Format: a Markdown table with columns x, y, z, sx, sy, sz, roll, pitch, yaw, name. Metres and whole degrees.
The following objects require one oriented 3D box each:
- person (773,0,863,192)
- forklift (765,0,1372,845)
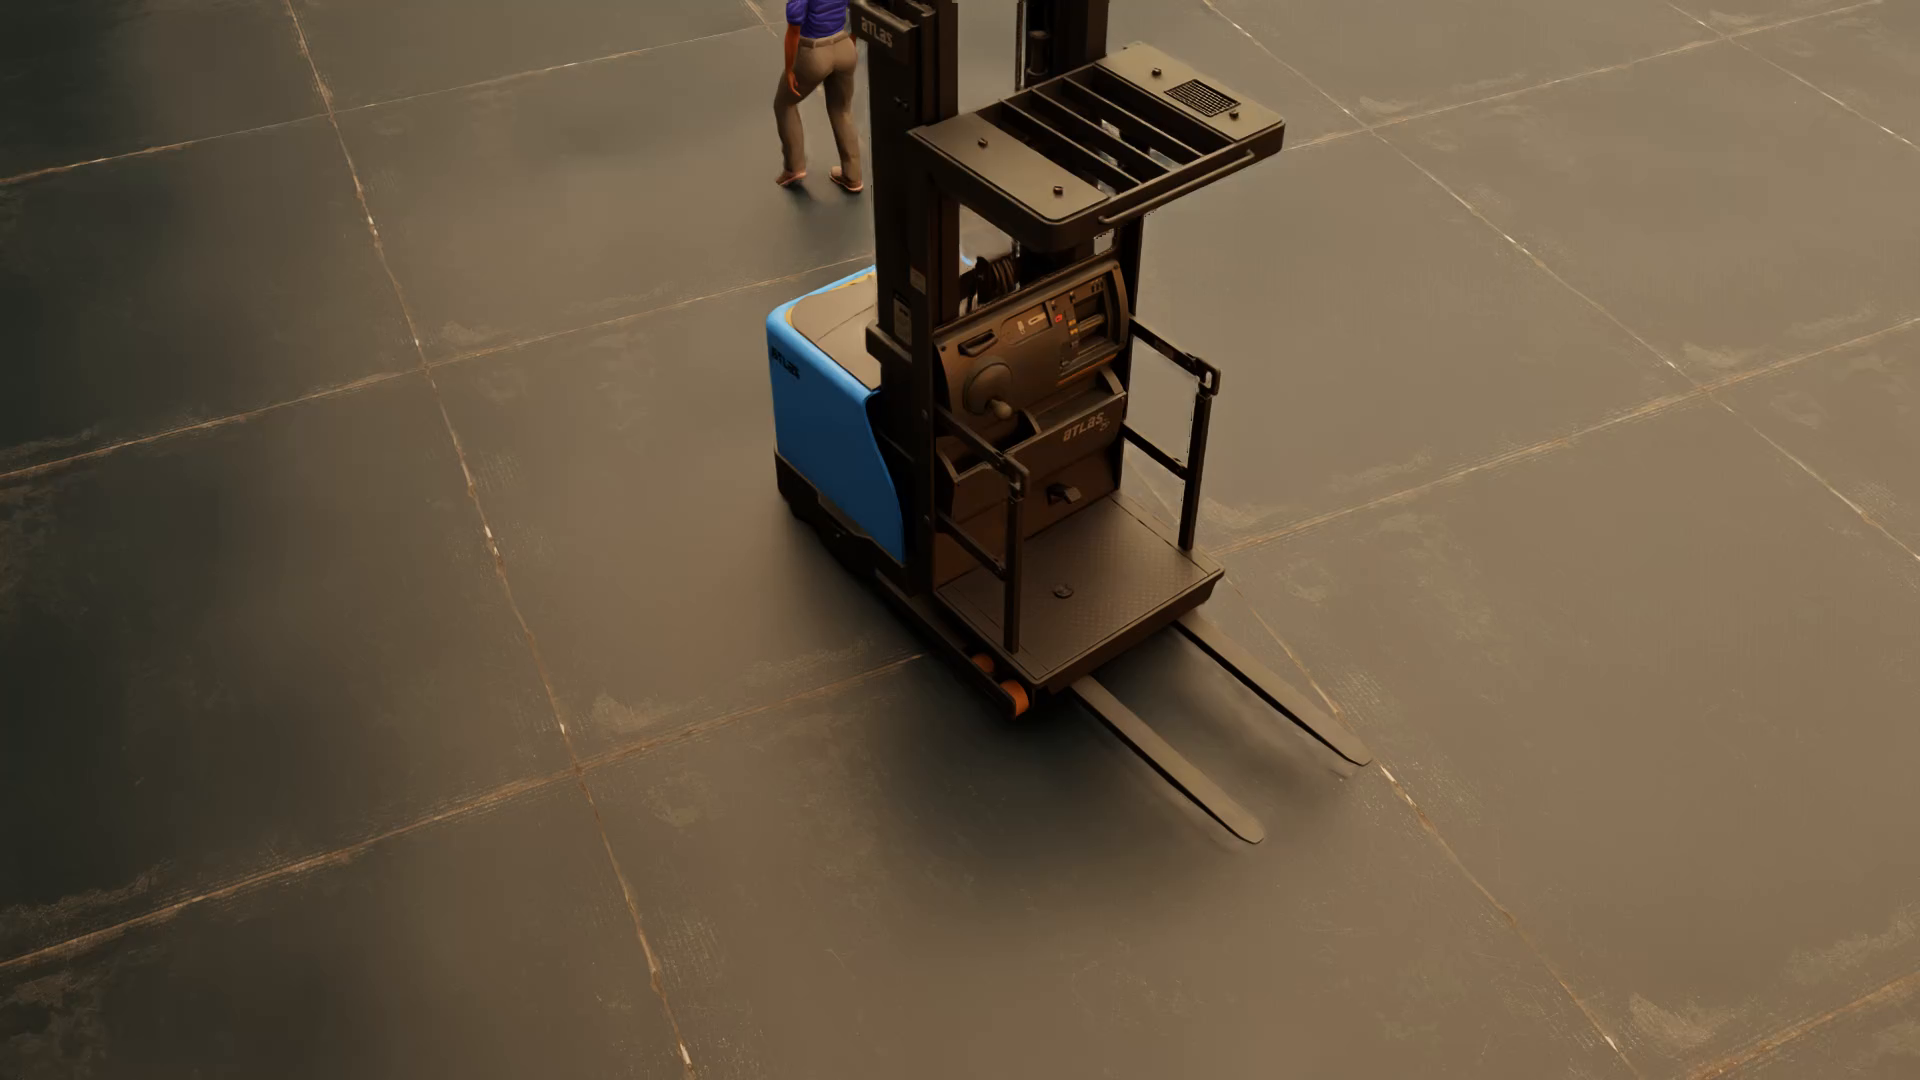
| x | y | z | sx | sy | sz | roll | pitch | yaw | name |
| --- | --- | --- | --- | --- | --- | --- | --- | --- | --- |
| -0.812 | -2.777 | 9.658 | 0.552 | 1.705 | 0.484 | -26 | 49 | -25 | person |
| 0.431 | -0.710 | 6.441 | 1.130 | 2.935 | 3.031 | -28 | 50 | -27 | forklift |
